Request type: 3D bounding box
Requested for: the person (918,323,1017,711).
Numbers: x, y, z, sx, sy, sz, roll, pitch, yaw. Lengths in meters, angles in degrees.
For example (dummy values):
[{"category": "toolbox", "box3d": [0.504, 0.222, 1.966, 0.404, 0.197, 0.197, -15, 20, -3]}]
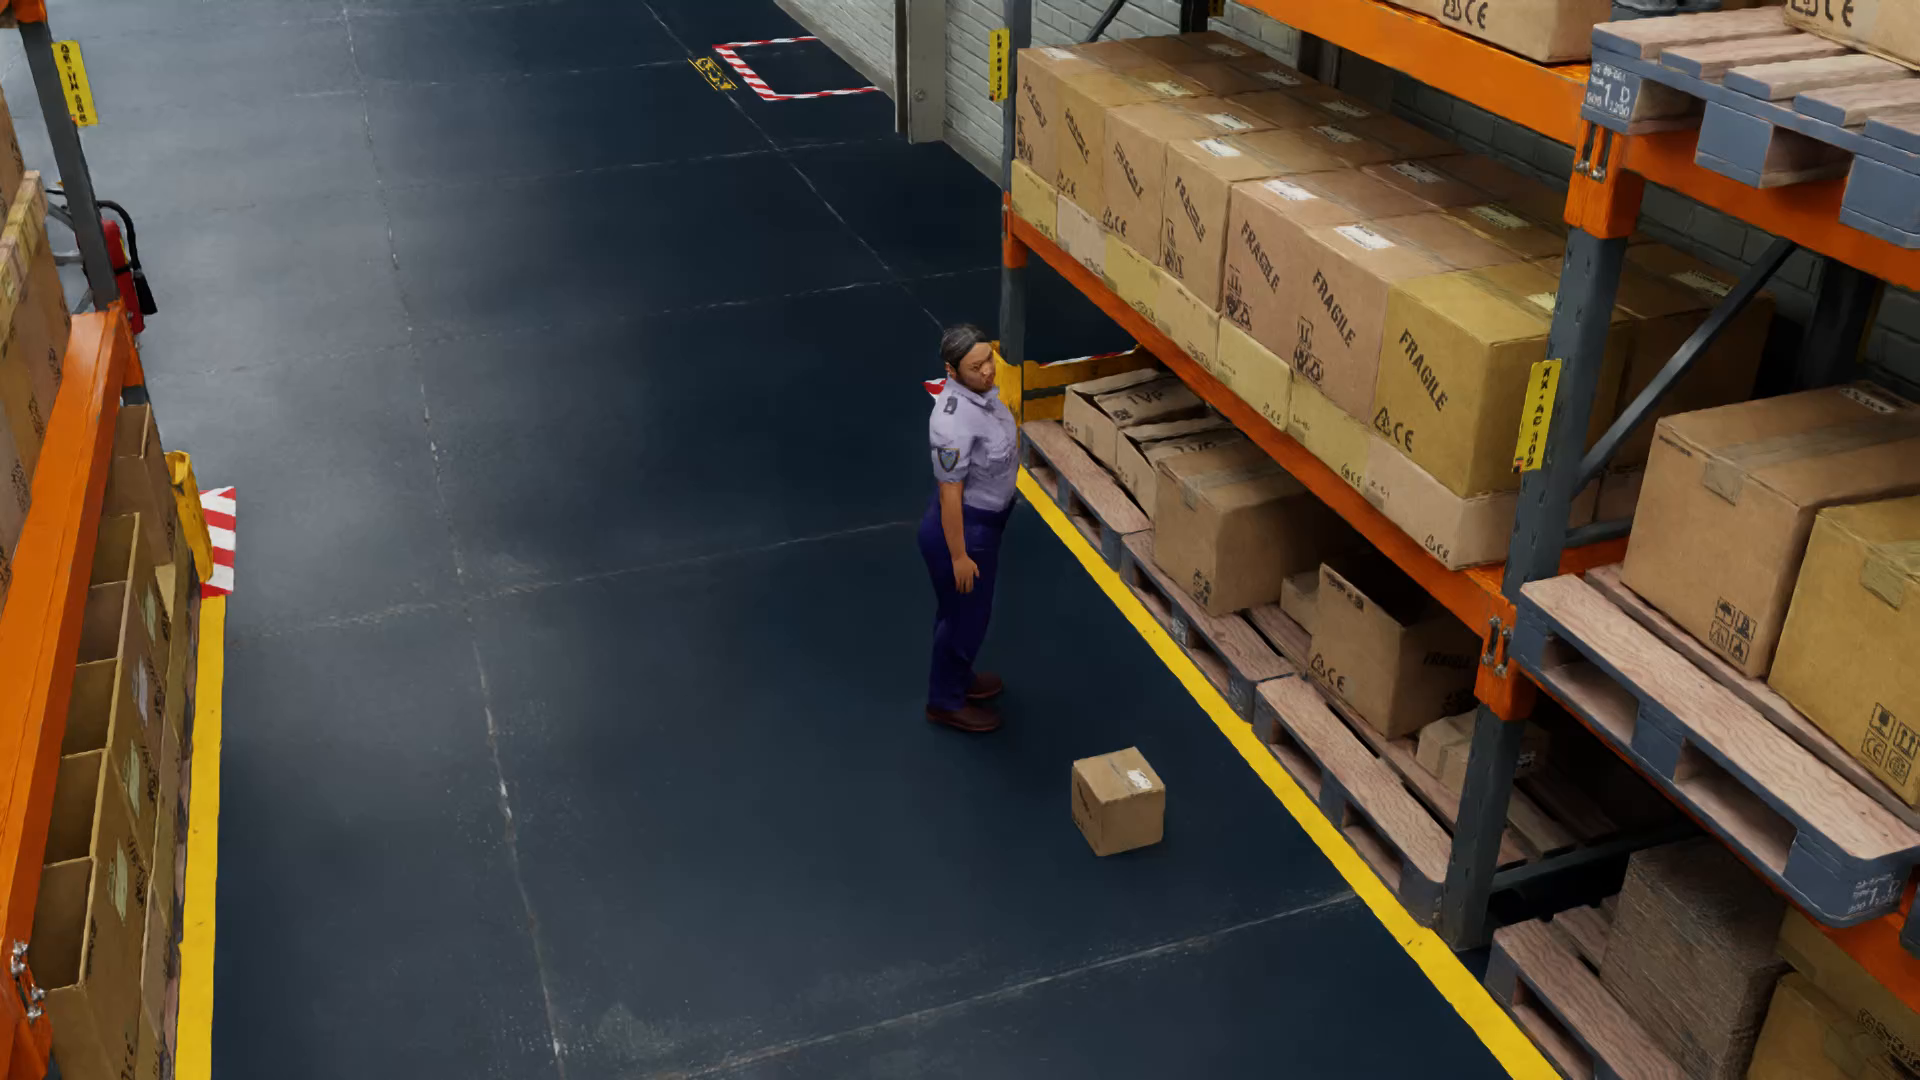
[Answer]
[{"category": "person", "box3d": [0.033, -0.070, 6.163, 0.349, 1.574, 0.526, 4, 30, 7]}]
